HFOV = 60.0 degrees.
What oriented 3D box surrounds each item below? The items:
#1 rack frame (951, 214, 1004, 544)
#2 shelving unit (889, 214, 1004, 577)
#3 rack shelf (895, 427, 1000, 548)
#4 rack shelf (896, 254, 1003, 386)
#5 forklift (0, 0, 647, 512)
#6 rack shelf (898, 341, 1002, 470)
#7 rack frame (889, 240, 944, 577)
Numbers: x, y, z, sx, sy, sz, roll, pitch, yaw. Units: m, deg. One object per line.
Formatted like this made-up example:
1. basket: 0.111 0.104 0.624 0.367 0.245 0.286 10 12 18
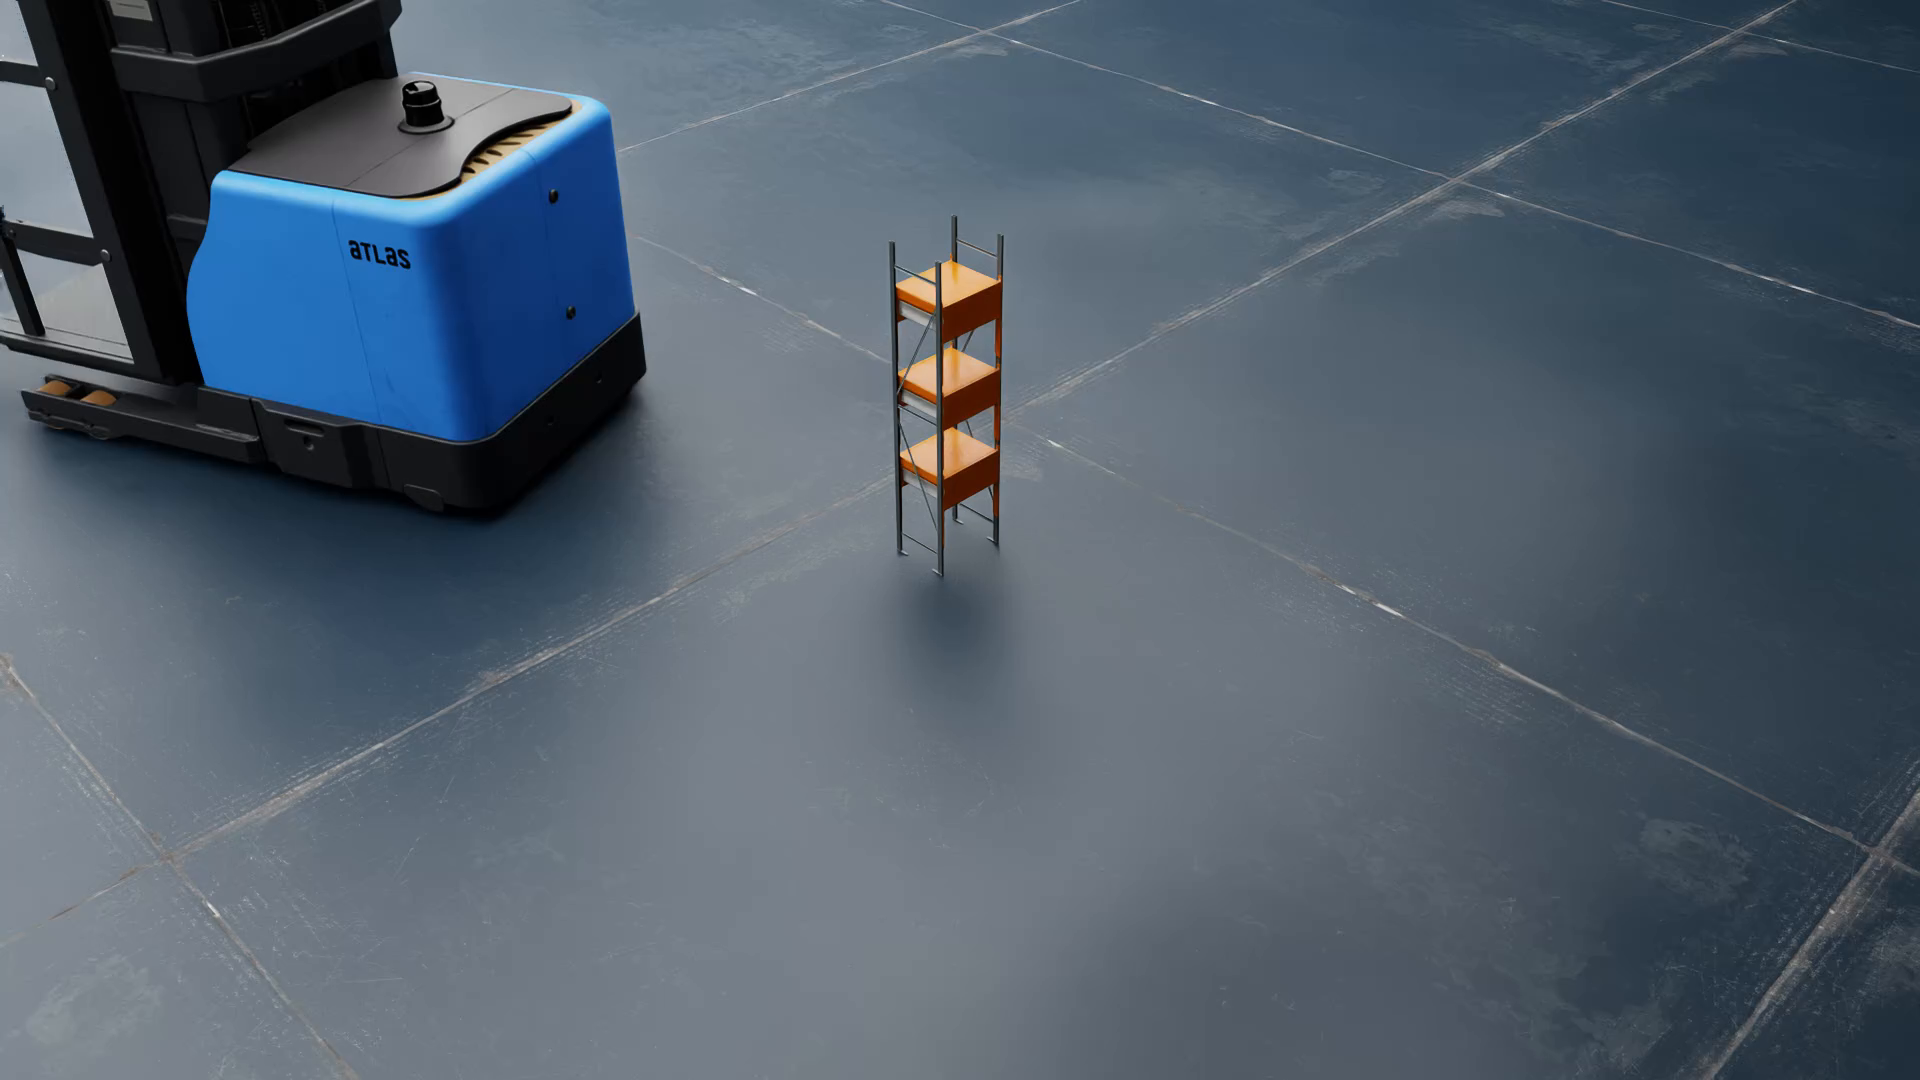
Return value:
1. rack frame: 0.048 -0.458 4.990 0.200 1.050 0.008 30 45 35
2. shelving unit: -0.038 -0.409 4.919 0.215 1.050 0.252 30 45 35
3. rack shelf: -0.038 -0.172 5.084 0.215 0.259 0.240 30 45 35
4. rack shelf: -0.038 -0.633 4.762 0.215 0.259 0.240 30 45 35
5. forklift: -2.701 -1.815 5.290 3.031 2.935 1.130 12 37 17
6. rack shelf: -0.038 -0.400 4.925 0.215 0.259 0.240 30 45 35
7. rack frame: -0.124 -0.359 4.848 0.200 1.050 0.008 30 45 35
